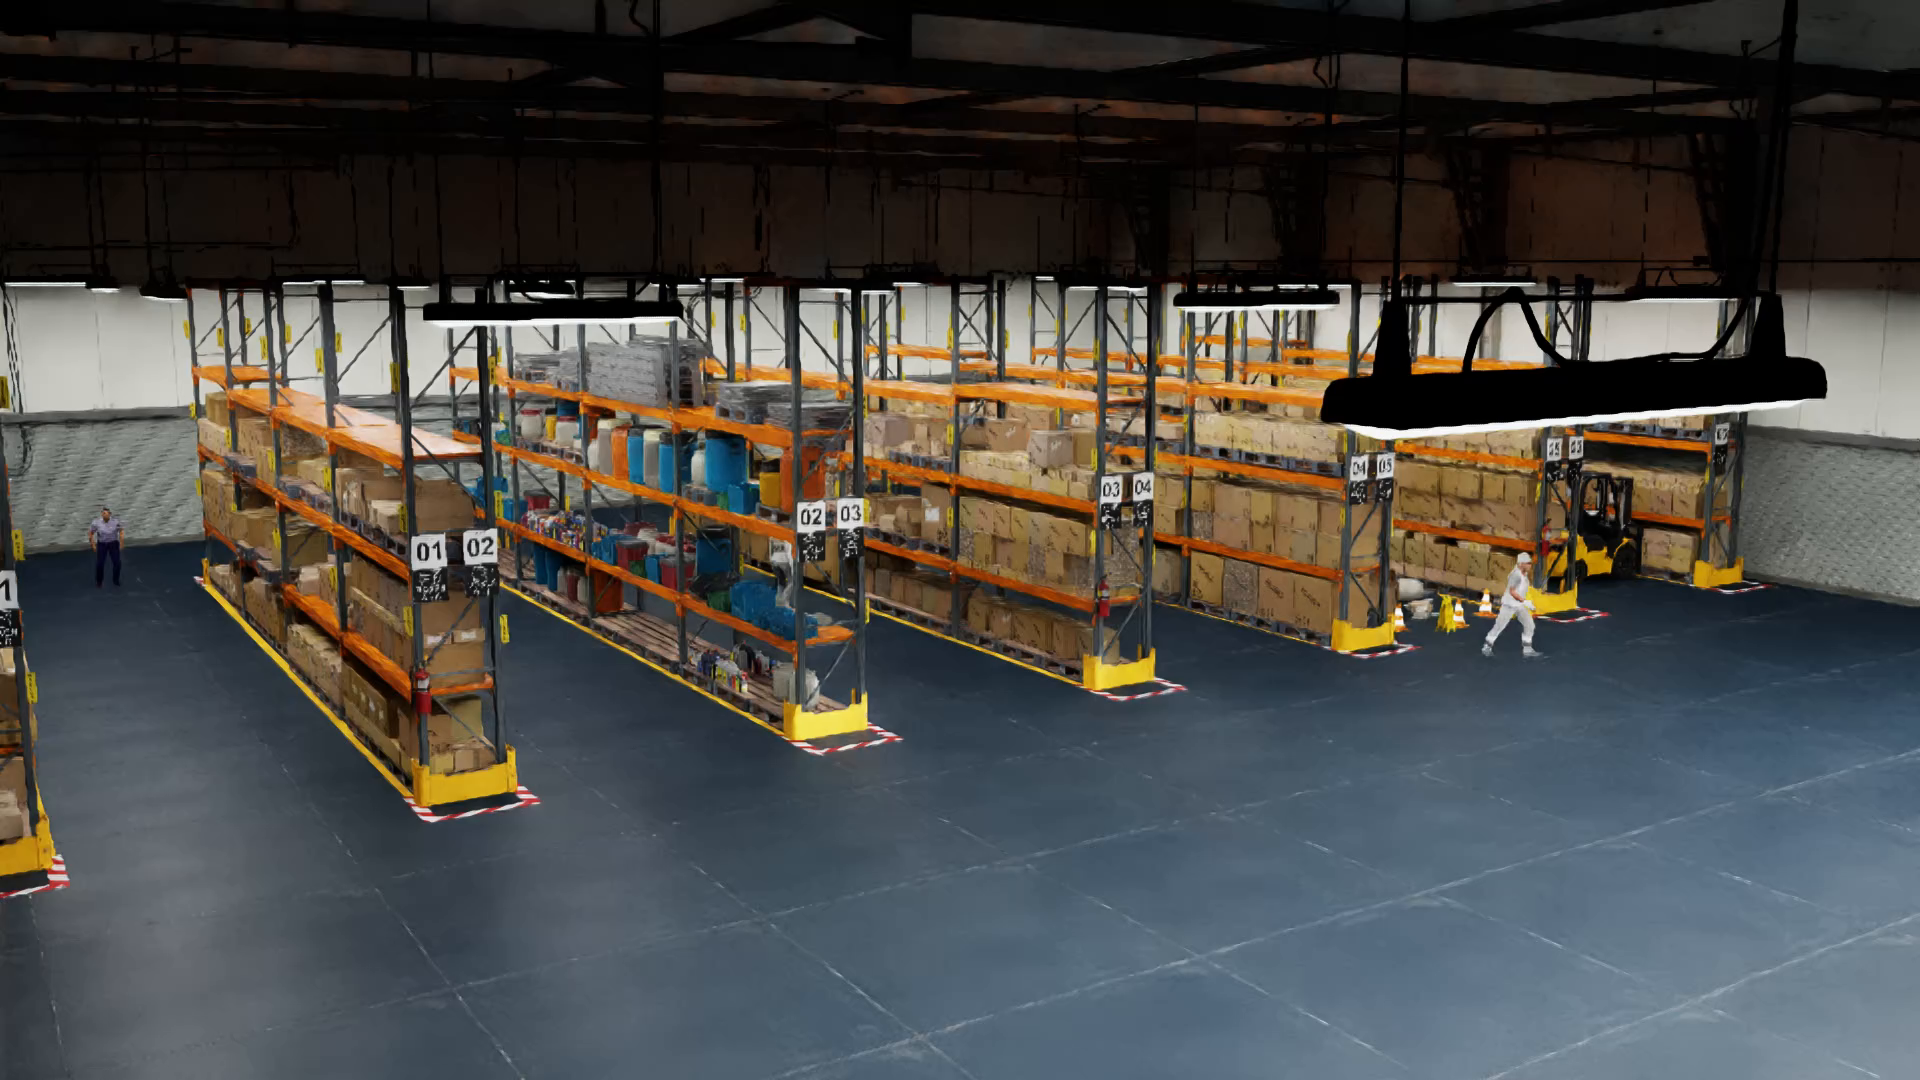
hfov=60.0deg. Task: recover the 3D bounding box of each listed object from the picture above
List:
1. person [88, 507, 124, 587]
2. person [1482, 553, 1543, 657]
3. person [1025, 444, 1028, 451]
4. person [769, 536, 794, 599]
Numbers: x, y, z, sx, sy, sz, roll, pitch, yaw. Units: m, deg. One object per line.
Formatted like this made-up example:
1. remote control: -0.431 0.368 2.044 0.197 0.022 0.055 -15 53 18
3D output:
1. person: -16.673 0.126 32.515 0.625 1.596 0.510 -6 11 -33
2. person: 8.860 1.038 26.610 0.842 1.719 0.676 8 13 40
3. person: 1.724 -2.069 45.325 0.482 1.664 0.691 6 11 30
4. person: -3.103 0.426 28.854 0.518 1.665 0.398 5 11 29
